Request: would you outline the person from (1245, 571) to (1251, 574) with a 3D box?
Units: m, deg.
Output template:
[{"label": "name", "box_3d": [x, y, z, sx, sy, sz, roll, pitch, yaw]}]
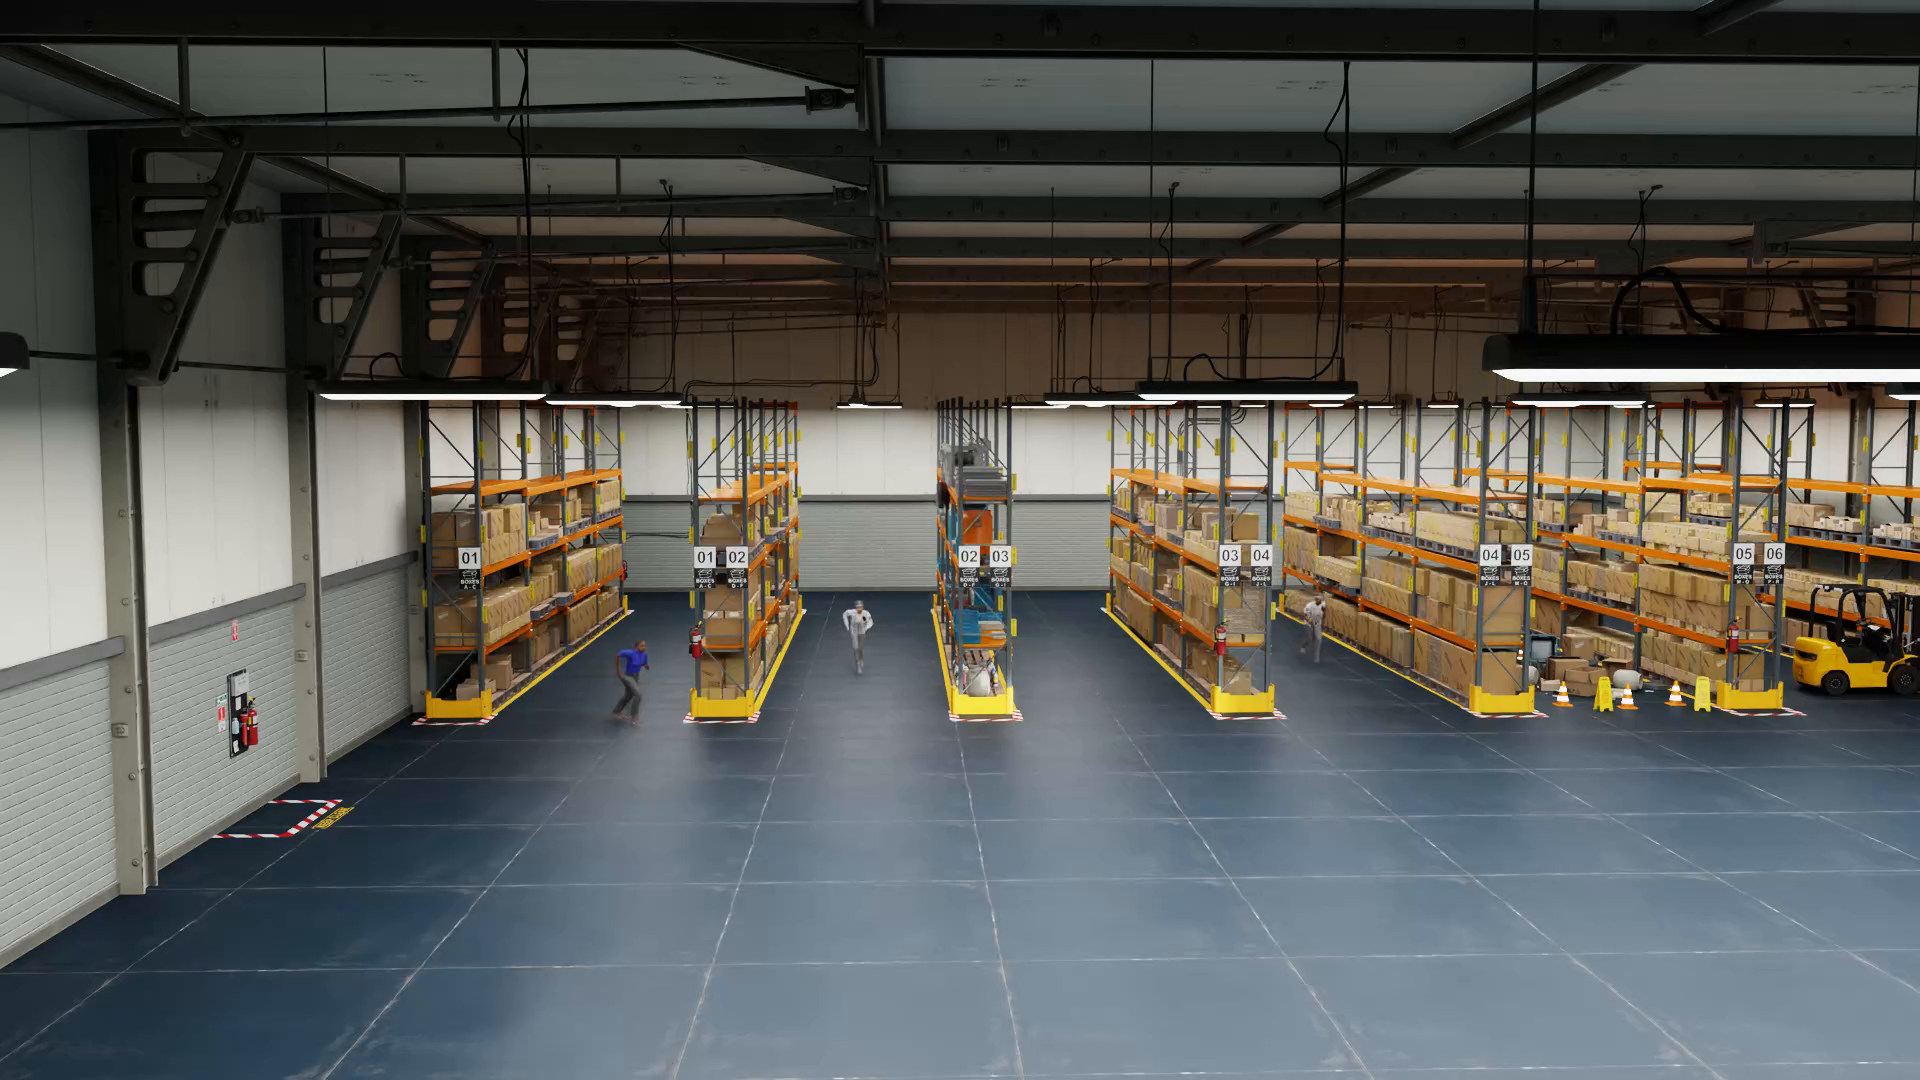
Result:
[{"label": "person", "box_3d": [8.010, 1.190, 47.422, 0.683, 1.817, 0.718, 1, 5, 17]}]

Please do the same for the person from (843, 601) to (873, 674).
[{"label": "person", "box_3d": [-2.244, 2.117, 36.735, 0.662, 1.633, 0.950, 0, 4, -2]}]

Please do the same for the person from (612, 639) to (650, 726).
[{"label": "person", "box_3d": [-6.053, 2.605, 30.479, 0.924, 1.646, 0.609, 3, 5, 32]}]

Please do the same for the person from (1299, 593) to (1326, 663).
[{"label": "person", "box_3d": [8.113, 1.993, 38.335, 0.604, 1.620, 0.962, -2, 5, -19]}]
